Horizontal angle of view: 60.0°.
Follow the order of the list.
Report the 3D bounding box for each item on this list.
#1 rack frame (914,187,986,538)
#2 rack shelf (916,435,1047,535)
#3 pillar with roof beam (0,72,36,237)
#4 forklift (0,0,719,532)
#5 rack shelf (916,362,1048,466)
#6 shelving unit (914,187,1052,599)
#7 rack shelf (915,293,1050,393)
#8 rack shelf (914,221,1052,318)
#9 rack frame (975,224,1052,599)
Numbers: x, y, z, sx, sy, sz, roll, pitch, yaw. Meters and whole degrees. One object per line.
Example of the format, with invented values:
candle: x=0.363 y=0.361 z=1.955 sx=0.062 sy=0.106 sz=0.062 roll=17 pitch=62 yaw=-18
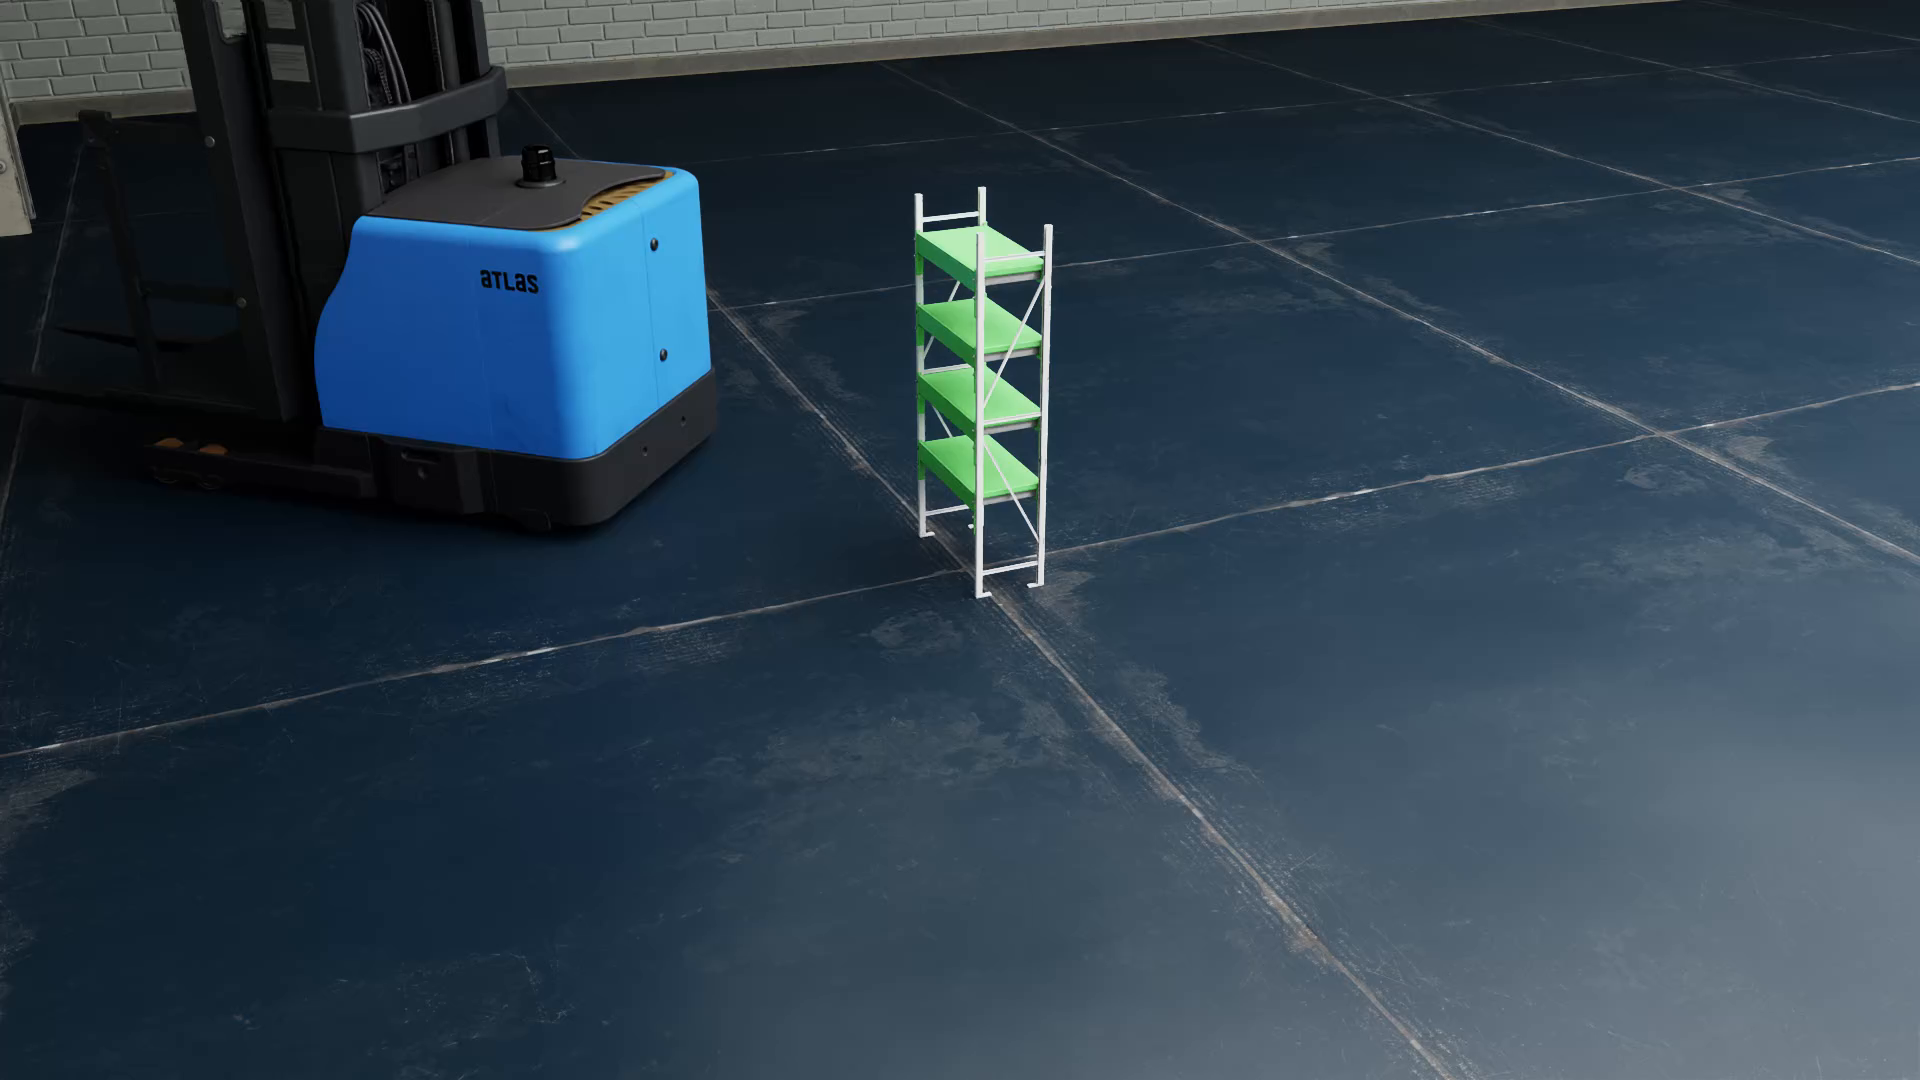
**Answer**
rack frame: x=-0.031 y=-0.571 z=5.552 sx=0.240 sy=1.200 sz=0.015 roll=-11 pitch=28 yaw=-21
rack shelf: x=0.065 y=-0.199 z=5.483 sx=0.258 sy=0.148 sz=0.480 roll=-11 pitch=28 yaw=-21
pillar with roof beam: x=-1.416 y=-6.539 z=8.886 sx=9.100 sy=9.000 sz=0.400 roll=-11 pitch=28 yaw=-21
forklift: x=-2.517 y=-1.711 z=5.914 sx=3.031 sy=2.935 sz=1.130 roll=8 pitch=27 yaw=16
rack shelf: x=0.065 y=-0.415 z=5.378 sx=0.258 sy=0.148 sz=0.480 roll=-11 pitch=28 yaw=-21
shelving unit: x=0.065 y=-0.472 z=5.350 sx=0.258 sy=1.200 sz=0.503 roll=-11 pitch=28 yaw=-21
rack shelf: x=0.065 y=-0.631 z=5.273 sx=0.258 sy=0.148 sz=0.480 roll=-11 pitch=28 yaw=-21
rack shelf: x=0.065 y=-0.846 z=5.167 sx=0.258 sy=0.148 sz=0.480 roll=-11 pitch=28 yaw=-21
rack frame: x=0.160 y=-0.374 z=5.148 sx=0.240 sy=1.200 sz=0.015 roll=-11 pitch=28 yaw=-21
